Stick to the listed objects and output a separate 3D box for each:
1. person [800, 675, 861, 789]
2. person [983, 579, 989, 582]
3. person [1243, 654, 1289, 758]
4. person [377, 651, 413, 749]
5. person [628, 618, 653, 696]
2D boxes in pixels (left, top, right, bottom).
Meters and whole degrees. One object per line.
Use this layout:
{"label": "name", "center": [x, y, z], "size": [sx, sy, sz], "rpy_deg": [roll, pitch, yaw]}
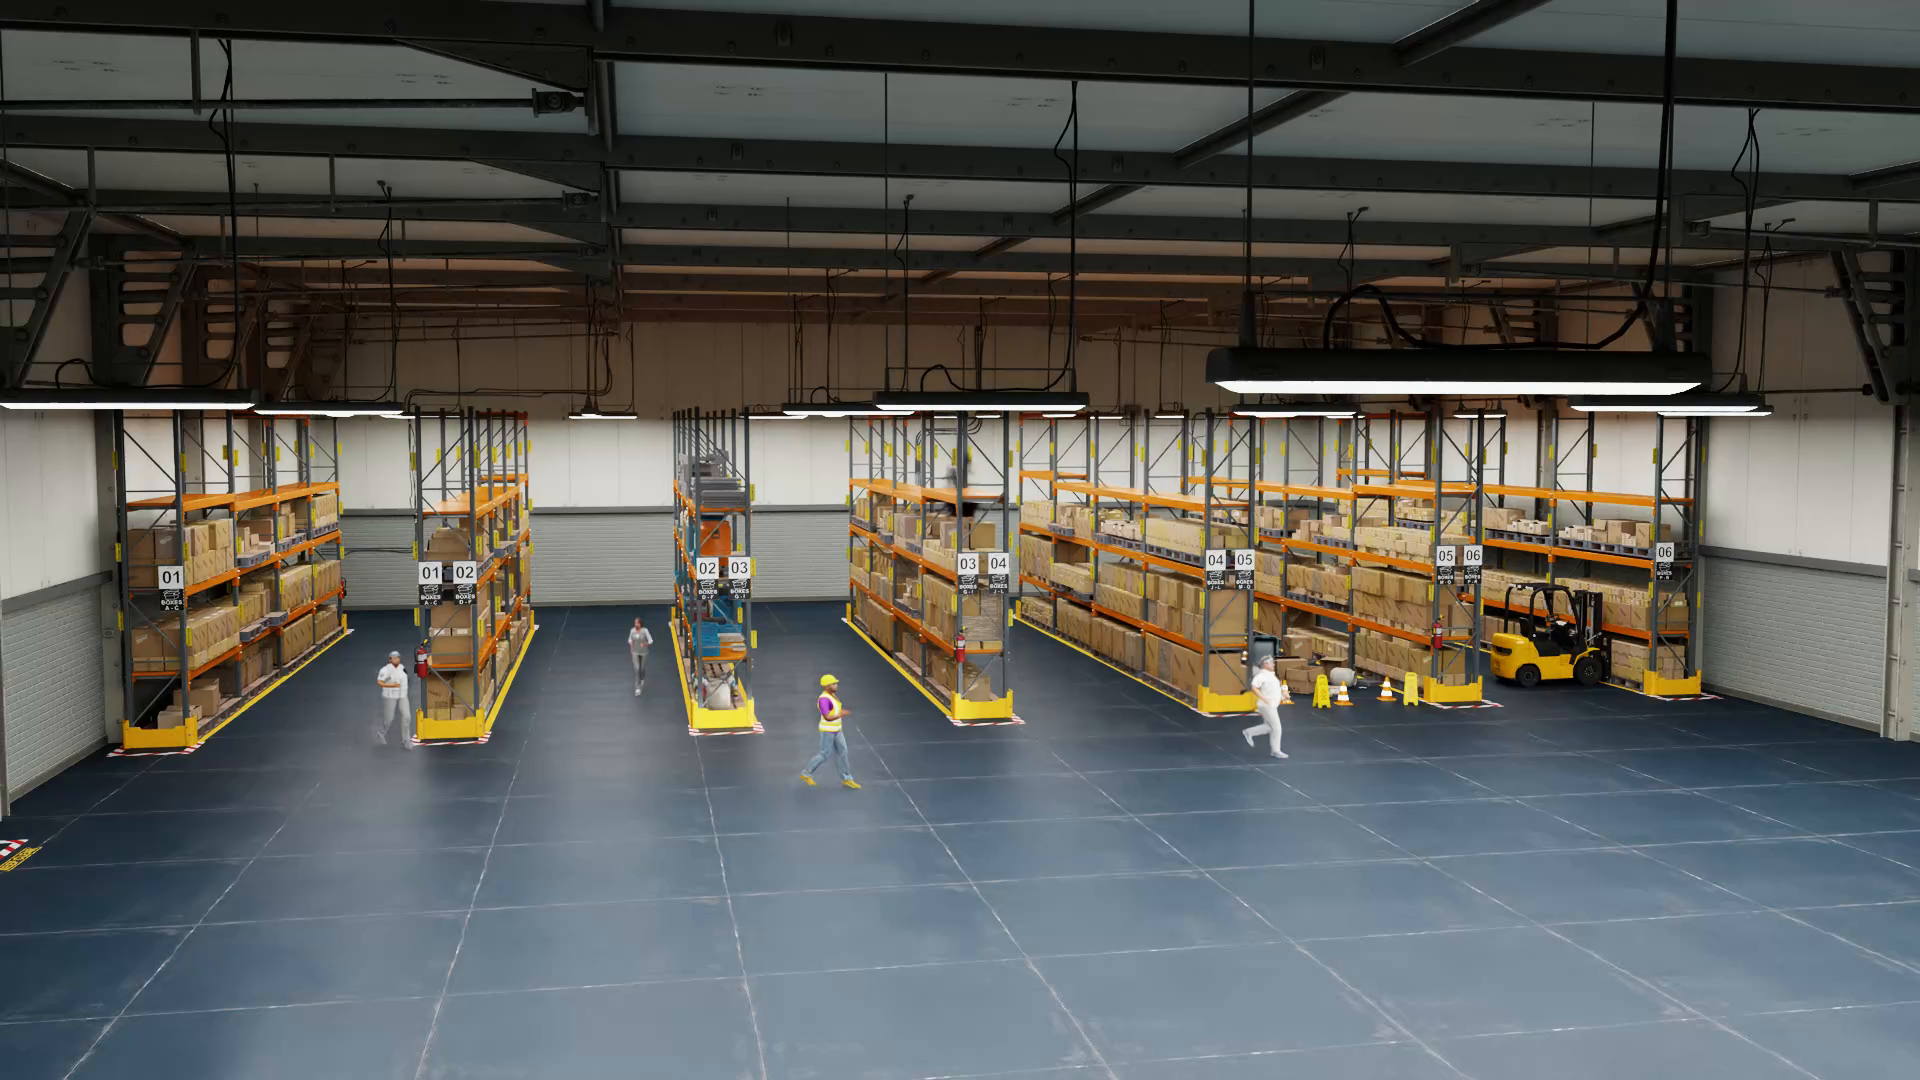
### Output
{"label": "person", "center": [-2.014, 2.976, 25.823], "size": [0.944, 1.776, 0.691], "rpy_deg": [1, 4, 12]}
{"label": "person", "center": [0.614, 1.541, 47.389], "size": [0.626, 1.673, 0.634], "rpy_deg": [1, 4, 8]}
{"label": "person", "center": [5.233, 2.834, 28.497], "size": [0.843, 1.776, 0.663], "rpy_deg": [2, 4, 25]}
{"label": "person", "center": [-9.972, 2.812, 29.262], "size": [0.816, 1.694, 0.576], "rpy_deg": [4, 6, 43]}
{"label": "person", "center": [-6.748, 2.477, 35.116], "size": [0.526, 1.513, 0.815], "rpy_deg": [0, 4, -4]}
